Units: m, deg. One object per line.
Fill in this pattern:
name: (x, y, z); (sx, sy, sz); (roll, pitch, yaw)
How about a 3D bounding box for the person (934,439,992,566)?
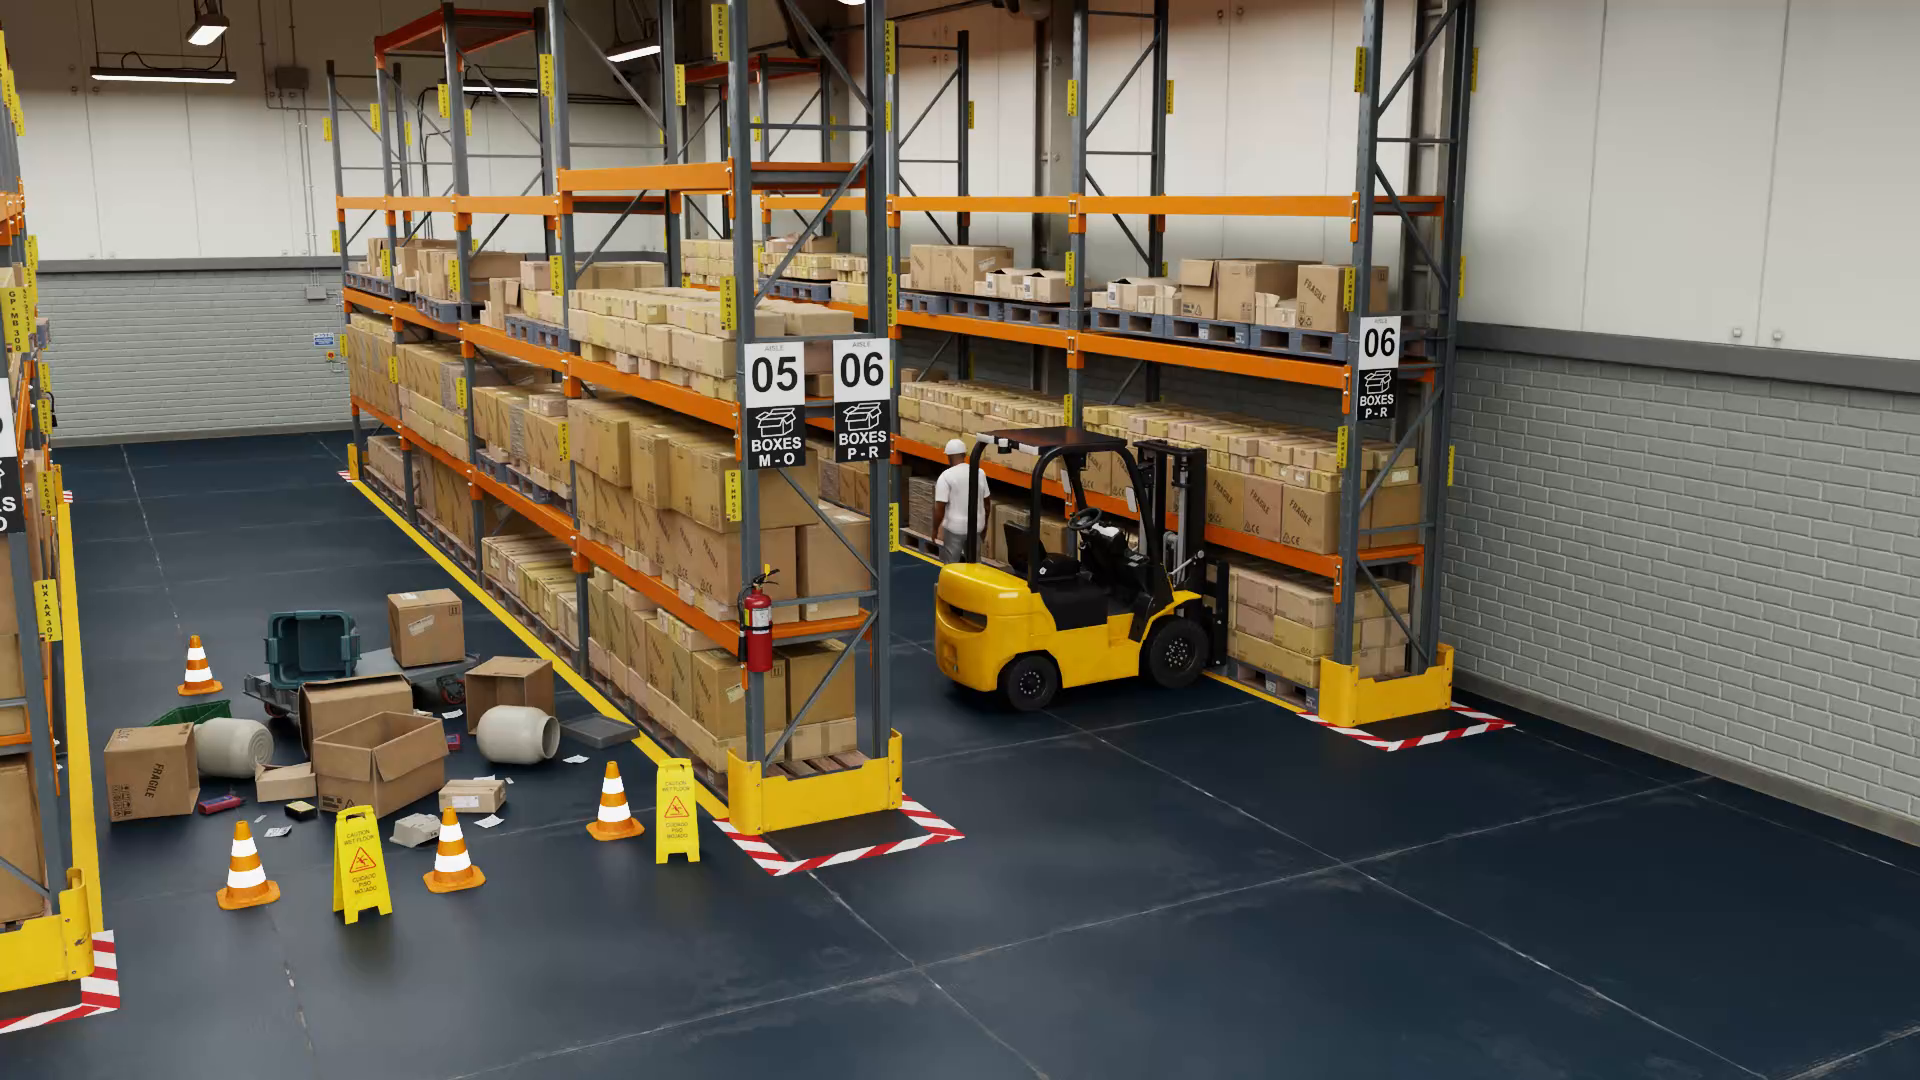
person: (0.024, -0.123, 16.518); (0.631, 1.756, 0.463); (-7, 13, -29)
